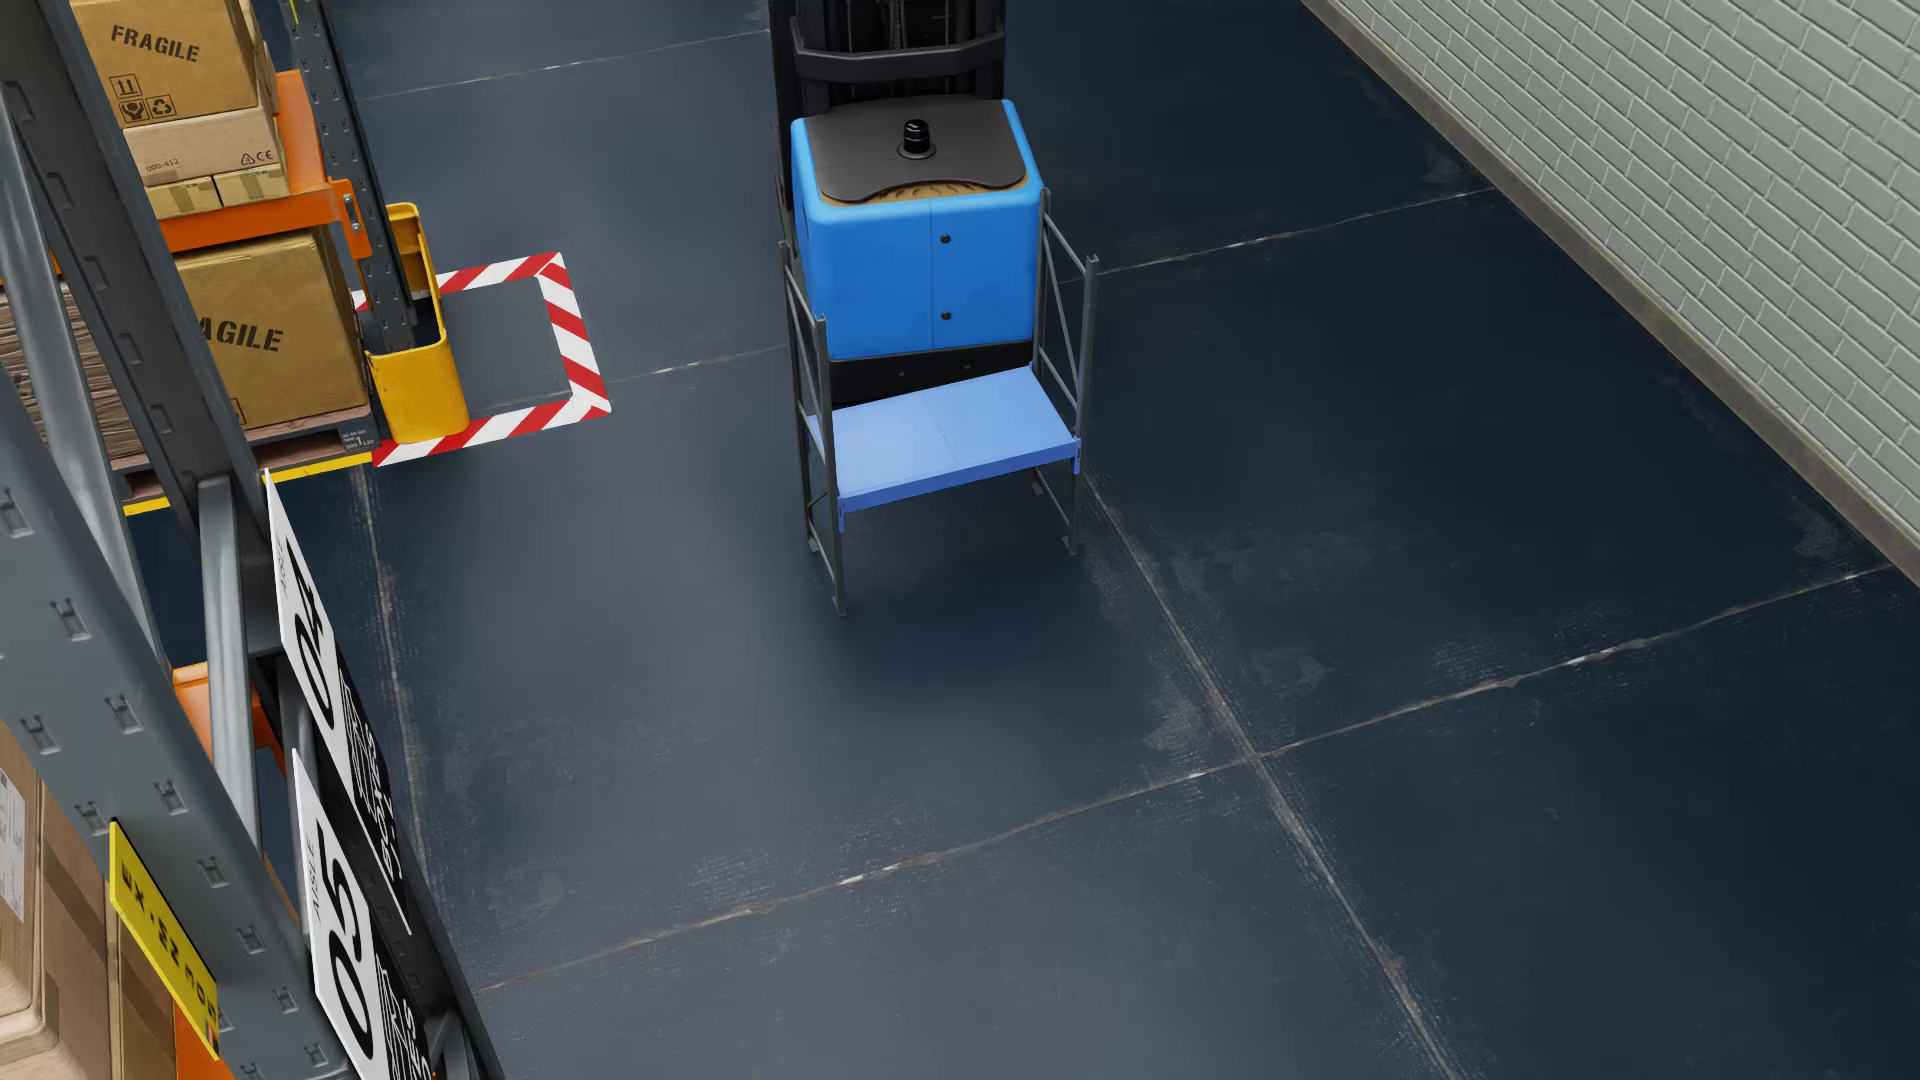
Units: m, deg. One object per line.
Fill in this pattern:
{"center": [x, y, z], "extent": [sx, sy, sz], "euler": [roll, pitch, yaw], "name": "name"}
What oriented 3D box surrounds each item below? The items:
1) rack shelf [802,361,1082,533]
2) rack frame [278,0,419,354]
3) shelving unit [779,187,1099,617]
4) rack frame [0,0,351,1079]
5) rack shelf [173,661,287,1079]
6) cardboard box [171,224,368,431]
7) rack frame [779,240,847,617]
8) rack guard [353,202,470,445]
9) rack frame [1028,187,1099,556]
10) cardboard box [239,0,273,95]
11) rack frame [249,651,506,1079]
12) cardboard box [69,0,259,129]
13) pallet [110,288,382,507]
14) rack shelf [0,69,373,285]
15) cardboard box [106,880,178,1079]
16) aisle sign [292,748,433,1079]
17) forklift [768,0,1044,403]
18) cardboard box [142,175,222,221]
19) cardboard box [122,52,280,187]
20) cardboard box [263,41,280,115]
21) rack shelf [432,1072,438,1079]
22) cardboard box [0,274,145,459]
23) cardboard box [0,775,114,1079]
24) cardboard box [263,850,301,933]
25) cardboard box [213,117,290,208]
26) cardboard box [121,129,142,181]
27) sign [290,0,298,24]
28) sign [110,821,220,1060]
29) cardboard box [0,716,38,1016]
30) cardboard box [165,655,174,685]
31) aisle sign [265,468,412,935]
{"center": [-0.080, -0.382, 6.635], "extent": [1.000, 0.185, 0.538], "euler": [-14, 47, -14], "name": "rack shelf"}
{"center": [-2.601, -1.900, 6.835], "extent": [0.127, 3.000, 1.000], "euler": [-14, 47, -14], "name": "rack frame"}
{"center": [-0.080, -0.509, 6.508], "extent": [1.048, 1.500, 0.538], "euler": [-14, 47, -14], "name": "shelving unit"}
{"center": [-1.012, -0.689, 1.393], "extent": [0.127, 3.000, 1.000], "euler": [-14, 47, -14], "name": "rack frame"}
{"center": [-2.893, 1.105, 2.230], "extent": [4.000, 0.370, 1.077], "euler": [-14, 47, -14], "name": "rack shelf"}
{"center": [-3.176, -1.091, 7.232], "extent": [0.875, 0.875, 0.875], "euler": [-14, 47, -14], "name": "cardboard box"}
{"center": [-0.558, -0.387, 6.386], "extent": [0.032, 1.500, 0.500], "euler": [-14, 47, -14], "name": "rack frame"}
{"center": [-2.579, -1.023, 7.726], "extent": [0.348, 0.500, 1.175], "euler": [-14, 47, -14], "name": "rack guard"}
{"center": [0.398, -0.631, 6.629], "extent": [0.032, 1.500, 0.500], "euler": [-14, 47, -14], "name": "rack frame"}
{"center": [-3.144, -2.016, 6.847], "extent": [0.500, 0.250, 0.500], "euler": [-16, 47, -15], "name": "cardboard box"}
{"center": [-1.012, 1.429, 3.517], "extent": [0.127, 3.000, 1.000], "euler": [-14, 47, -14], "name": "rack frame"}
{"center": [-2.970, -1.924, 6.226], "extent": [0.500, 0.500, 0.500], "euler": [-14, 47, -13], "name": "cardboard box"}
{"center": [-3.327, -0.671, 7.579], "extent": [1.213, 0.211, 1.003], "euler": [-14, 47, -14], "name": "pallet"}
{"center": [-4.482, -1.165, 6.610], "extent": [4.000, 0.370, 1.077], "euler": [-14, 47, -14], "name": "rack shelf"}
{"center": [-1.350, 0.709, 2.223], "extent": [0.500, 0.250, 0.500], "euler": [-15, 47, -15], "name": "cardboard box"}
{"center": [-0.842, 0.693, 2.415], "extent": [0.004, 0.787, 0.394], "euler": [-14, 47, -14], "name": "aisle sign"}
{"center": [-0.376, -2.718, 7.698], "extent": [1.130, 2.935, 3.031], "euler": [-7, 46, -7], "name": "forklift"}
{"center": [-3.068, -1.443, 6.557], "extent": [0.250, 0.149, 0.380], "euler": [-14, 47, -13], "name": "cardboard box"}
{"center": [-2.967, -1.659, 6.490], "extent": [0.500, 0.250, 0.500], "euler": [-15, 47, -14], "name": "cardboard box"}
{"center": [-3.047, -1.946, 7.058], "extent": [0.250, 0.149, 0.380], "euler": [-14, 47, -13], "name": "cardboard box"}
{"center": [-2.893, 2.164, 3.293], "extent": [4.000, 0.370, 1.077], "euler": [-14, 47, -14], "name": "rack shelf"}
{"center": [-4.032, -0.872, 7.014], "extent": [0.875, 0.875, 0.875], "euler": [-14, 47, -14], "name": "cardboard box"}
{"center": [-1.359, 0.527, 2.052], "extent": [0.500, 0.250, 0.500], "euler": [-16, 47, -15], "name": "cardboard box"}
{"center": [-1.525, 0.867, 3.091], "extent": [0.500, 0.500, 0.500], "euler": [-15, 47, -14], "name": "cardboard box"}
{"center": [-2.824, -1.506, 6.620], "extent": [0.250, 0.149, 0.380], "euler": [-14, 47, -13], "name": "cardboard box"}
{"center": [-3.444, -1.537, 6.369], "extent": [0.500, 0.250, 0.500], "euler": [-15, 47, -15], "name": "cardboard box"}
{"center": [-2.430, -2.027, 5.977], "extent": [0.005, 0.325, 0.100], "euler": [-14, 47, -14], "name": "sign"}
{"center": [-0.843, 0.432, 1.768], "extent": [0.005, 0.325, 0.100], "euler": [-14, 47, -14], "name": "sign"}
{"center": [-1.225, 0.381, 1.915], "extent": [0.250, 0.149, 0.380], "euler": [-15, 47, -14], "name": "cardboard box"}
{"center": [-1.521, 0.361, 2.570], "extent": [0.500, 0.250, 0.500], "euler": [-13, 46, -12], "name": "cardboard box"}
{"center": [-1.045, 0.294, 2.813], "extent": [0.004, 0.787, 0.394], "euler": [-14, 47, -14], "name": "aisle sign"}
